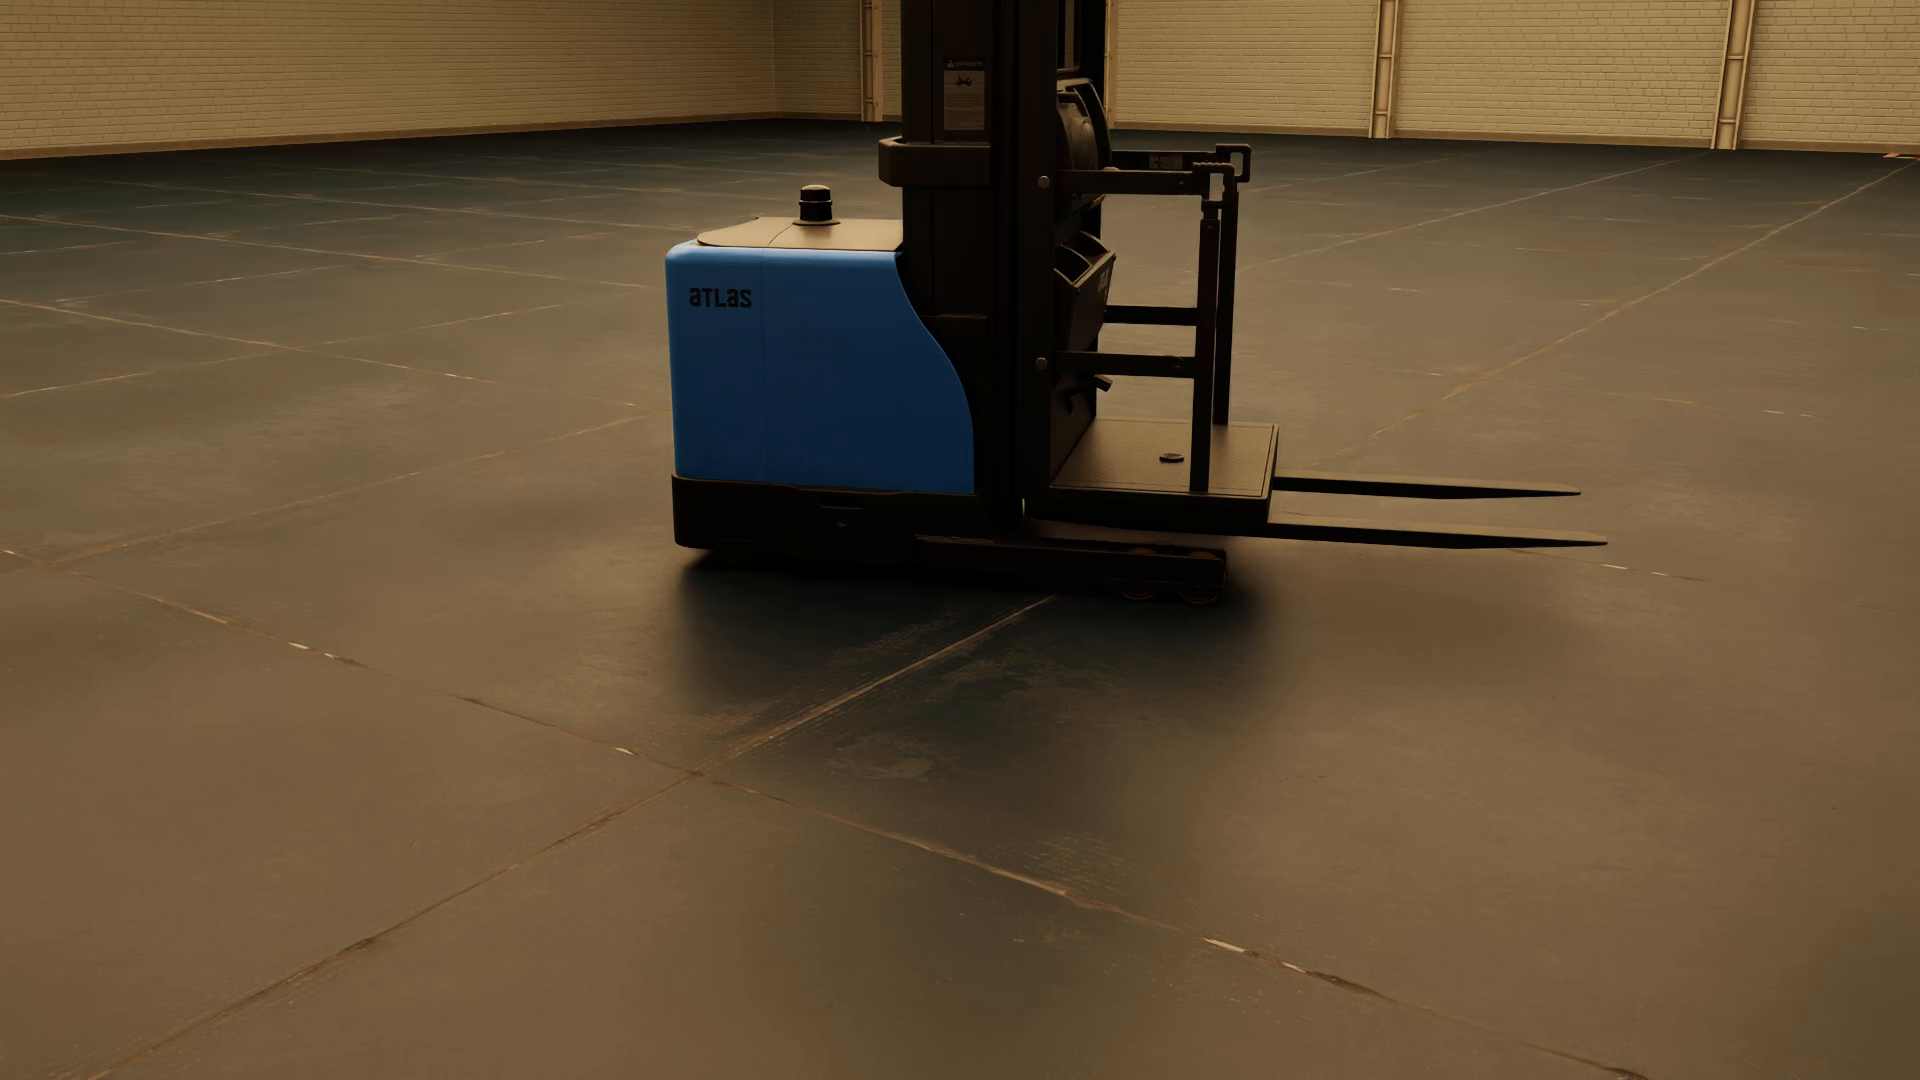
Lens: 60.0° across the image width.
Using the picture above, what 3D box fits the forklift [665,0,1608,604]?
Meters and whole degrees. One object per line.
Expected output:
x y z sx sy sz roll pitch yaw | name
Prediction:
0.595 -1.367 5.404 3.031 2.935 1.130 4 17 12 | forklift
